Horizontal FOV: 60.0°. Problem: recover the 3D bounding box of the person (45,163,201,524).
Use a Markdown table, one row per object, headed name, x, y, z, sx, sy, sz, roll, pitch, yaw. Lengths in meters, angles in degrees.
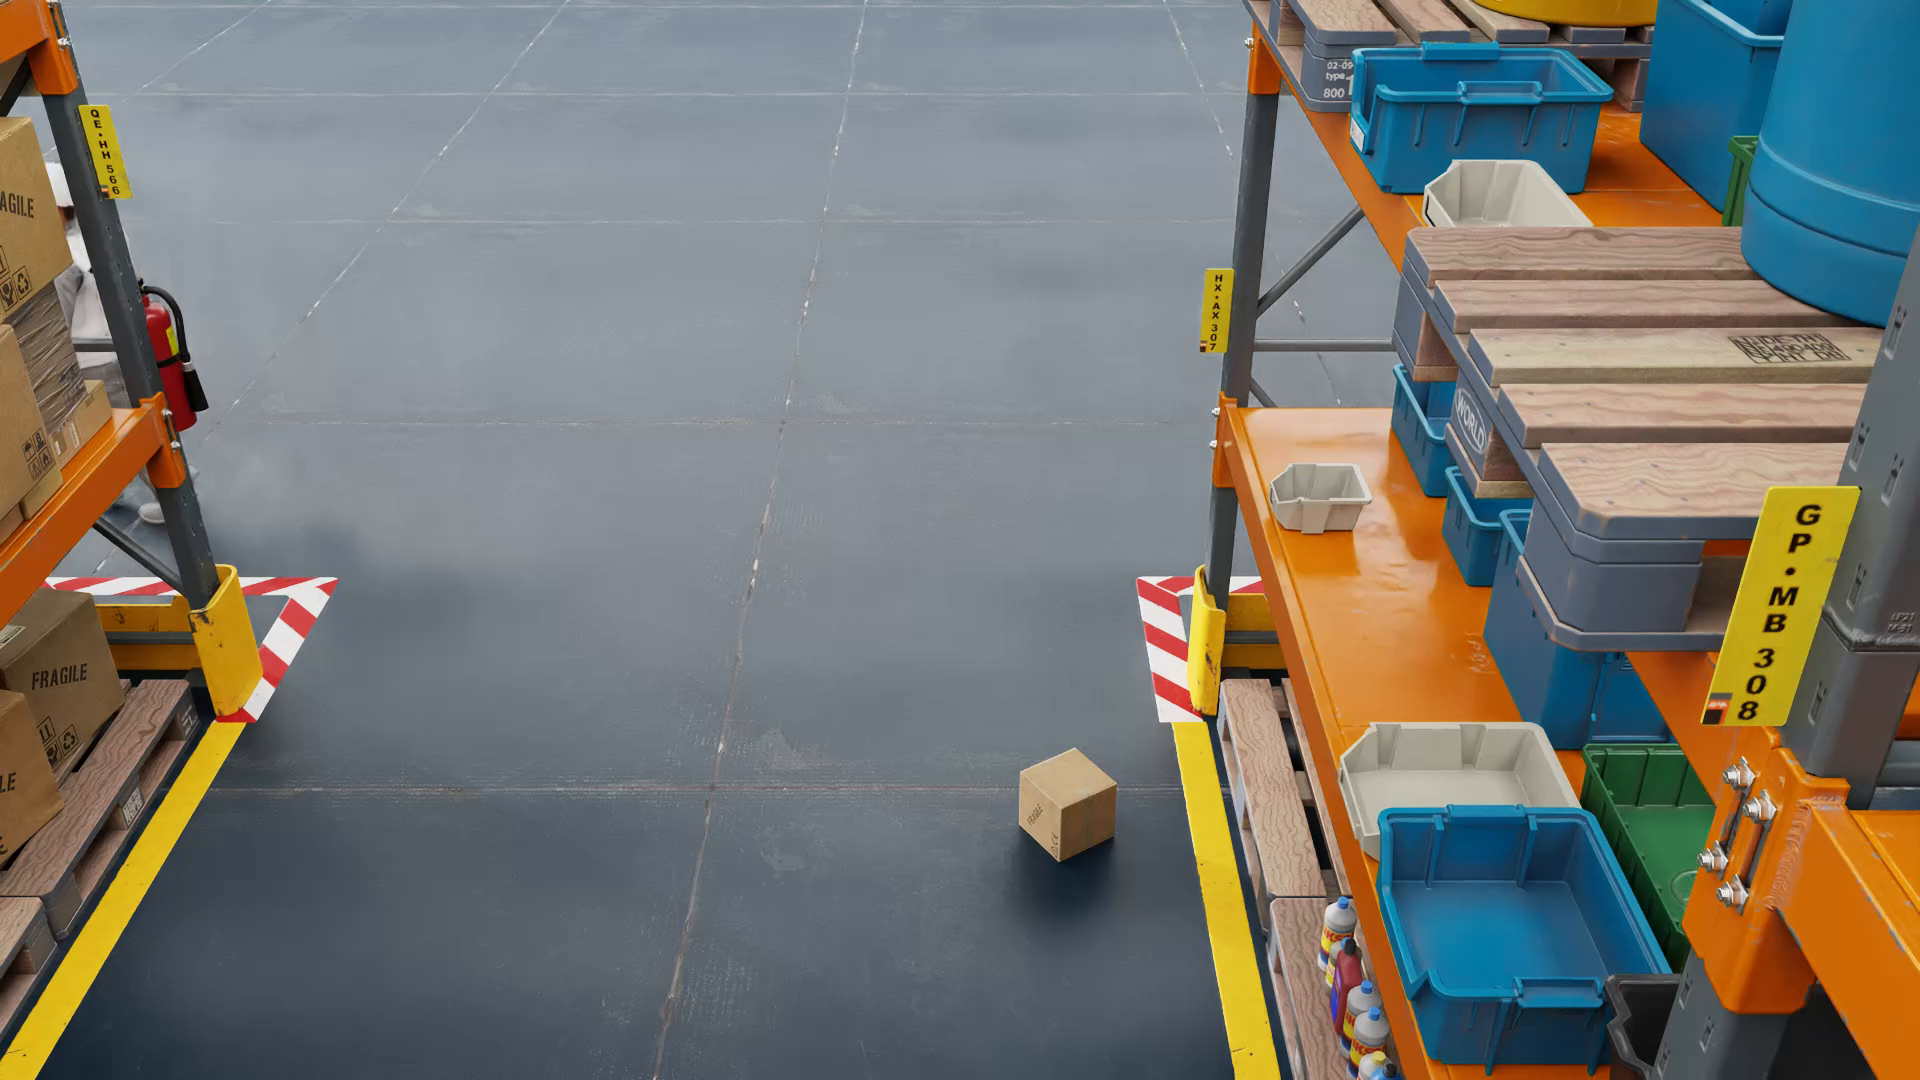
| name | x | y | z | sx | sy | sz | roll | pitch | yaw |
| --- | --- | --- | --- | --- | --- | --- | --- | --- | --- |
| person | -3.951 | -0.817 | 7.480 | 0.717 | 1.807 | 0.572 | 0 | 31 | -1 |
